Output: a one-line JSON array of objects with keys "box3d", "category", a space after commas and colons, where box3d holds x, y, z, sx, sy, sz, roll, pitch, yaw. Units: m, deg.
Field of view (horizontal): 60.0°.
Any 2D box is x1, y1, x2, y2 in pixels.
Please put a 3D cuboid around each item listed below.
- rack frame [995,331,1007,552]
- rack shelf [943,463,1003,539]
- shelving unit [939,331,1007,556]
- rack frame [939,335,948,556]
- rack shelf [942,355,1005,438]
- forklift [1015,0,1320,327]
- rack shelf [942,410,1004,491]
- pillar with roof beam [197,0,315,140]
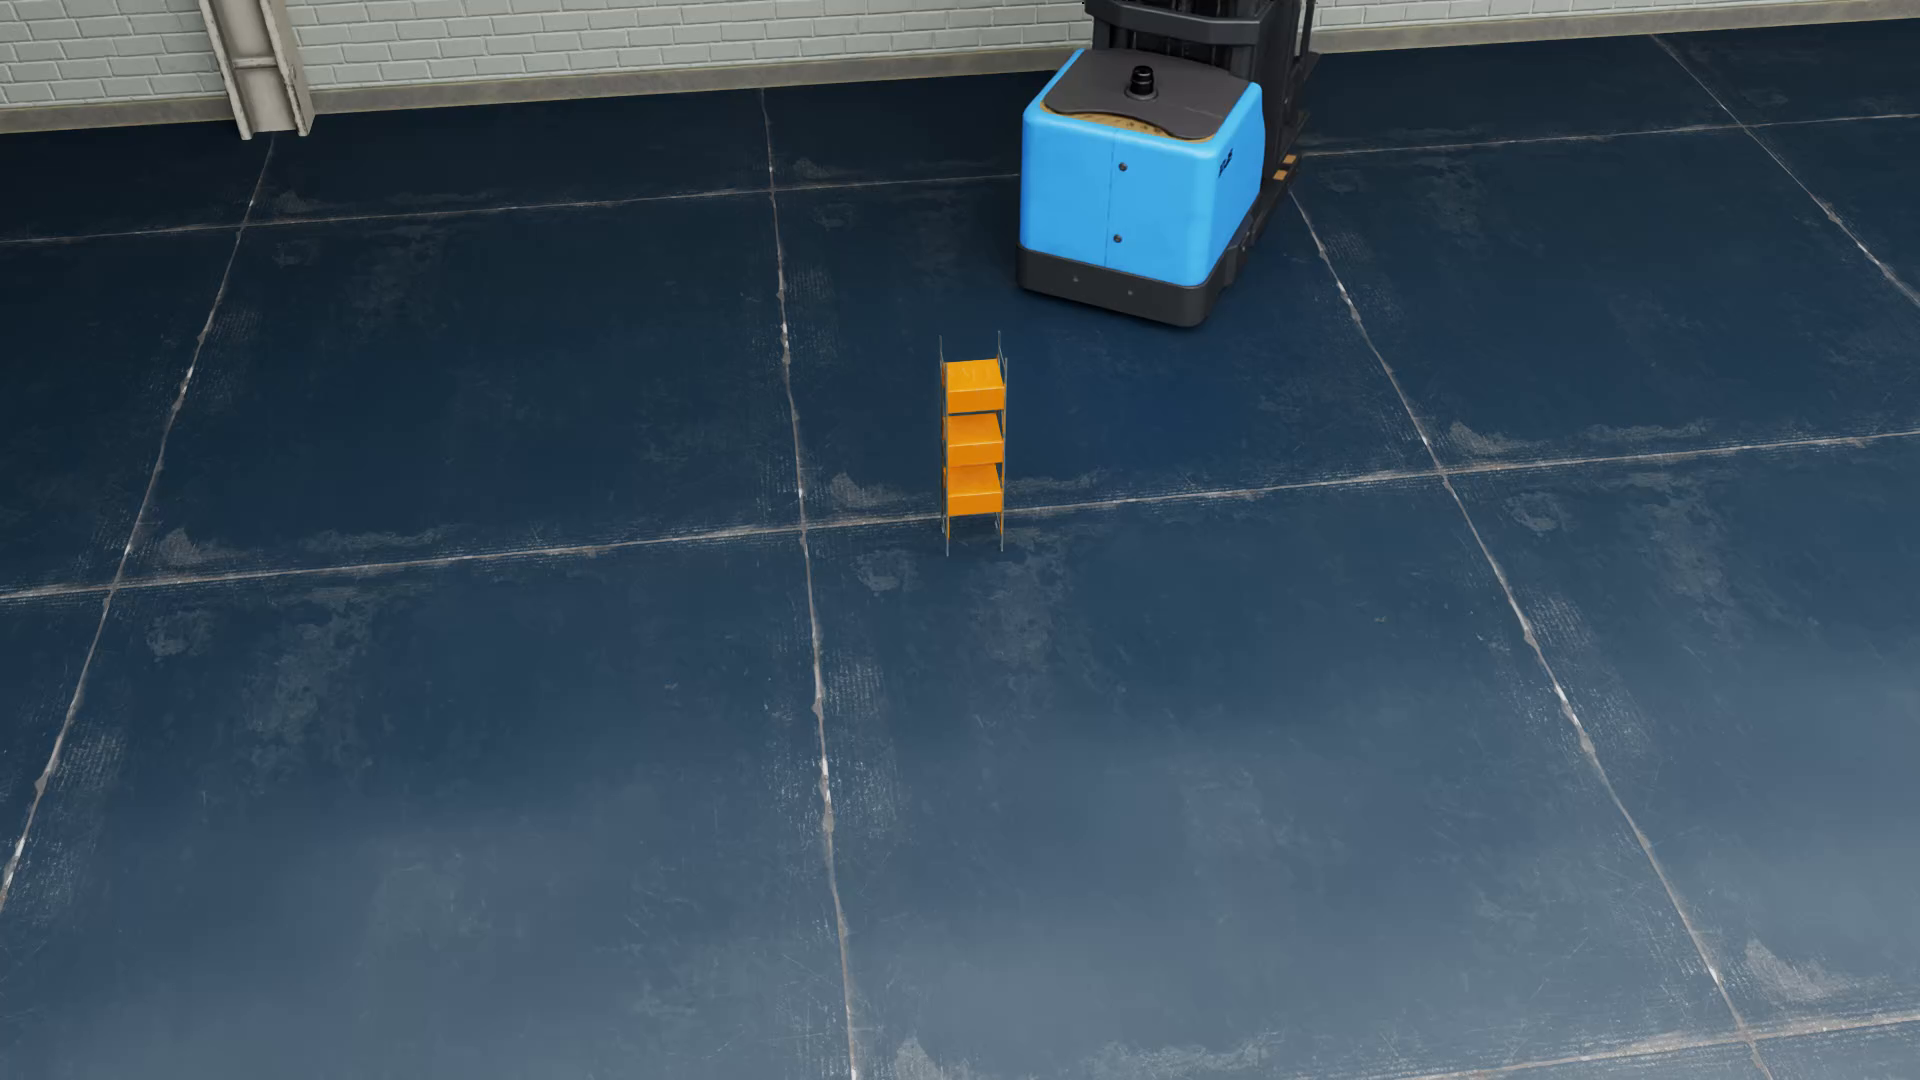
[{"box3d": [0.174, -0.405, 7.130, 0.008, 1.050, 0.200, -5, 42, -6], "category": "rack frame"}, {"box3d": [0.053, -0.180, 7.312, 0.240, 0.259, 0.215, -5, 42, -6], "category": "rack shelf"}, {"box3d": [0.053, -0.394, 7.119, 0.252, 1.050, 0.215, -5, 42, -6], "category": "shelving unit"}, {"box3d": [-0.068, -0.384, 7.107, 0.008, 1.050, 0.200, -5, 42, -6], "category": "rack frame"}, {"box3d": [0.053, -0.597, 6.936, 0.240, 0.259, 0.215, -5, 42, -6], "category": "rack shelf"}, {"box3d": [1.358, -3.180, 8.802, 1.130, 2.935, 3.031, 17, 45, 18], "category": "forklift"}, {"box3d": [0.053, -0.387, 7.126, 0.240, 0.259, 0.215, -5, 42, -6], "category": "rack shelf"}, {"box3d": [-3.666, -3.053, 4.131, 0.400, 9.000, 9.100, -5, 42, -6], "category": "pillar with roof beam"}]
